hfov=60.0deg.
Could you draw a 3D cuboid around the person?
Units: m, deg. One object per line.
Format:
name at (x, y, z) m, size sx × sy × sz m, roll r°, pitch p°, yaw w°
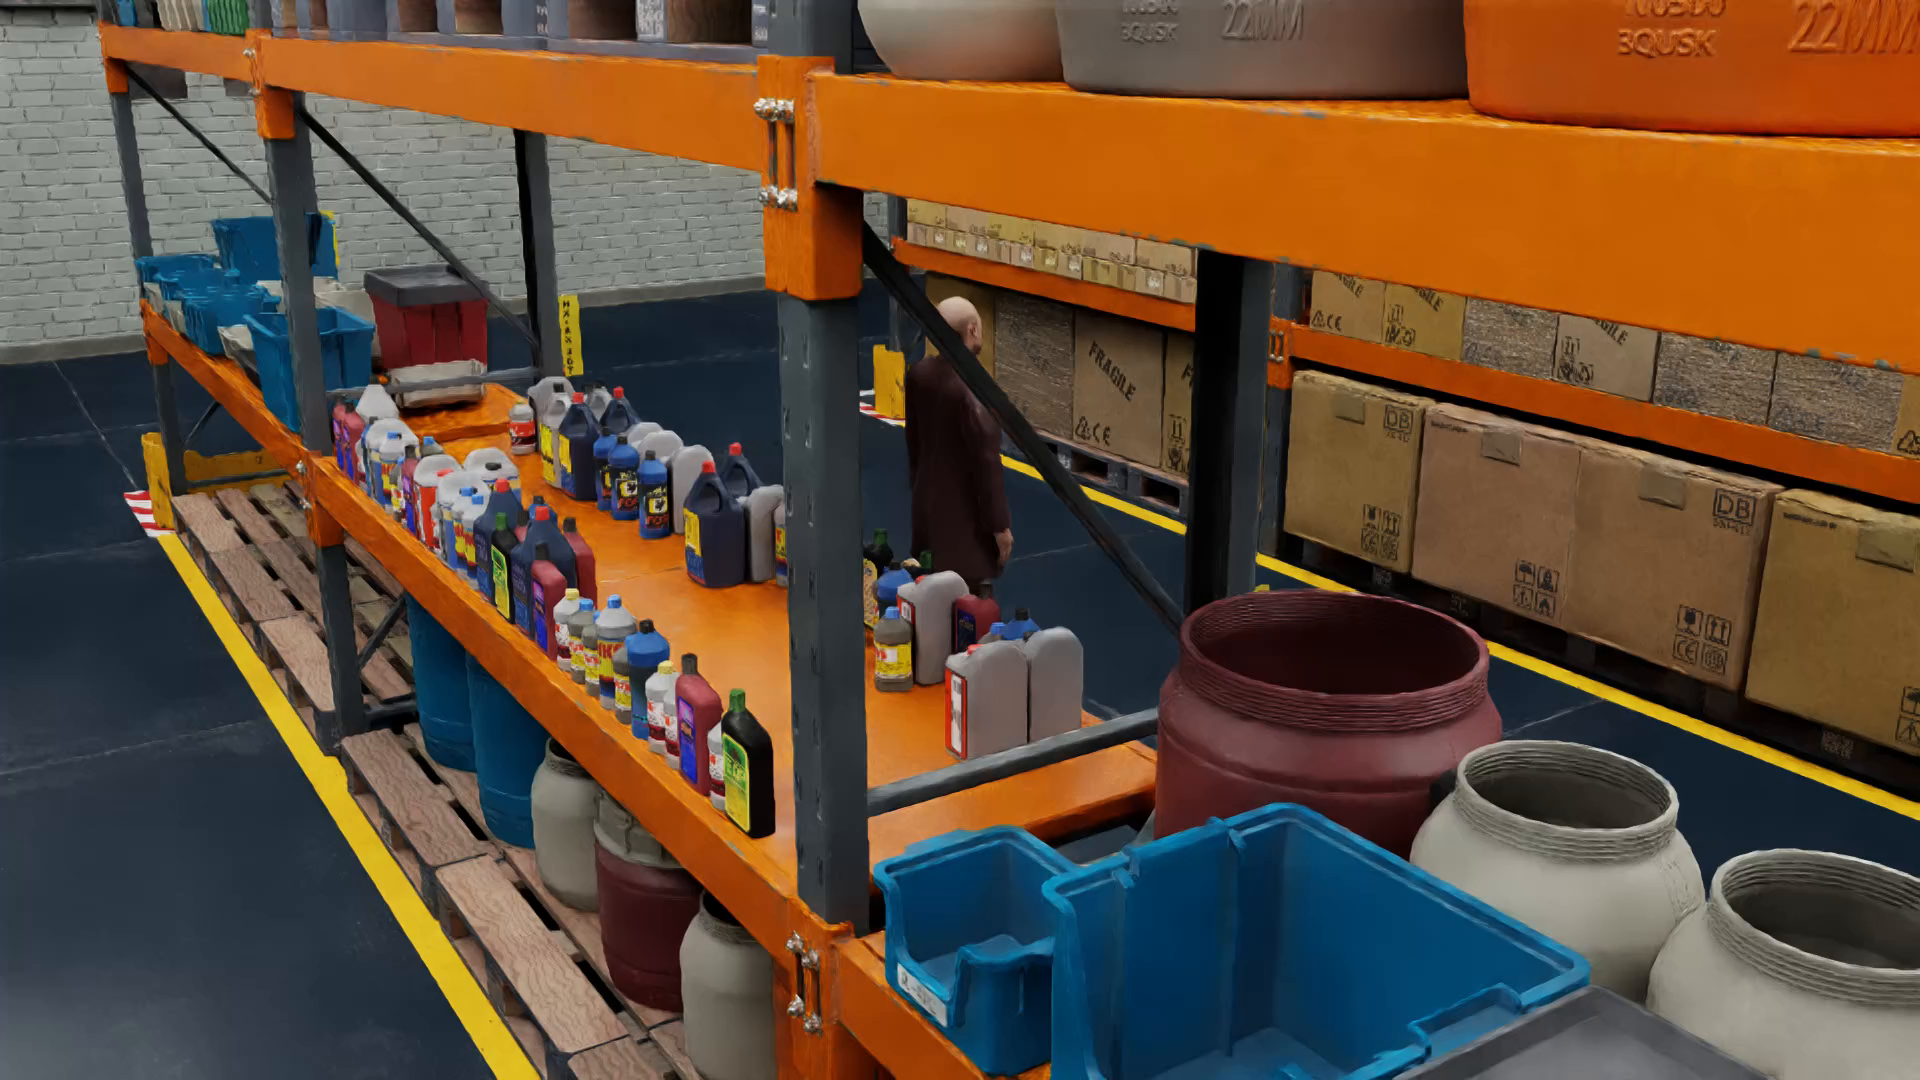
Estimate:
person at (-0.023, -0.329, 6.749) m, size 0.336 × 0.929 × 0.677 m, roll -10°, pitch 20°, yaw -28°
